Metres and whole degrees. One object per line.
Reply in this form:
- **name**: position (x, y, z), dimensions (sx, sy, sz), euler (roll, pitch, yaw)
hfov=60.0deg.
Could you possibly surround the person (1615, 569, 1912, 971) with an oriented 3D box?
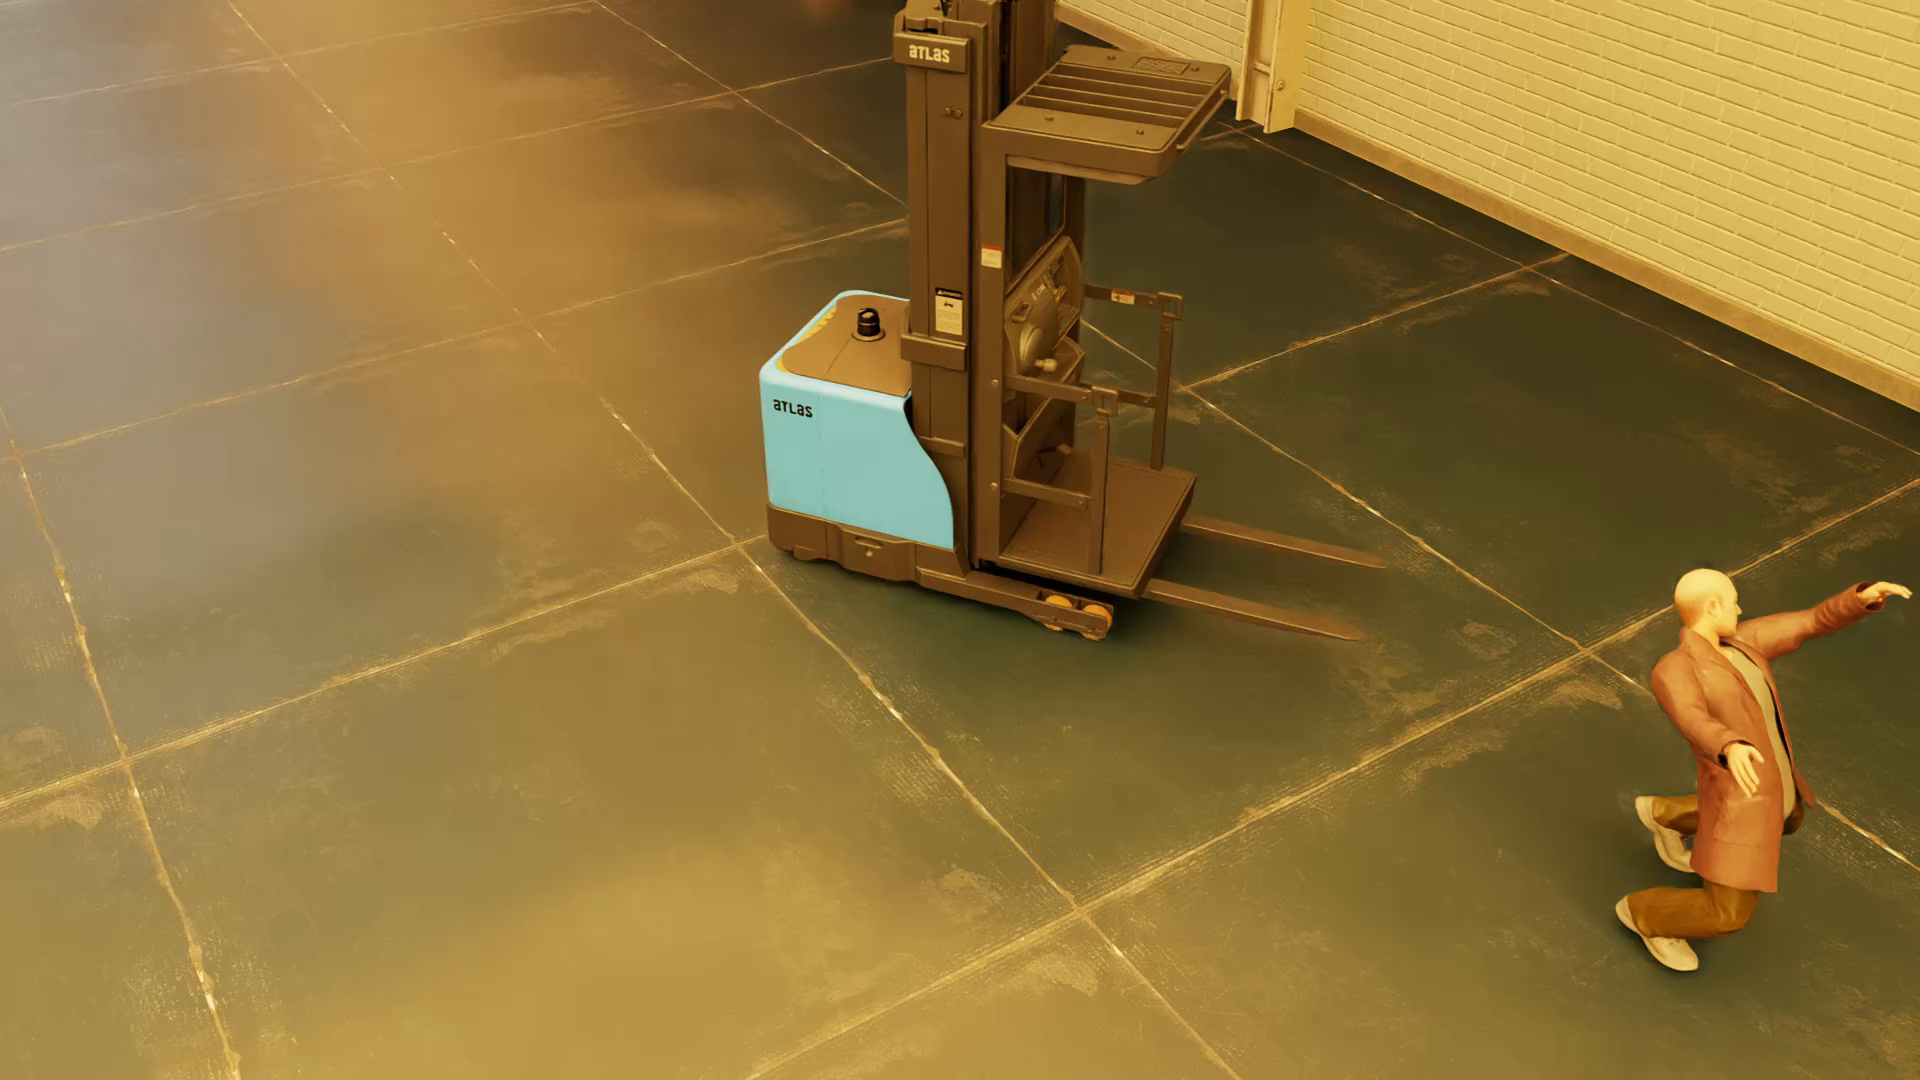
- **person**: position (2.691, 0.883, 5.987), dimensions (0.703, 1.665, 1.108), euler (25, 42, 31)

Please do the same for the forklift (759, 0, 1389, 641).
- **forklift**: position (0.579, -1.068, 7.667), dimensions (3.031, 2.935, 1.130), euler (13, 37, 18)
